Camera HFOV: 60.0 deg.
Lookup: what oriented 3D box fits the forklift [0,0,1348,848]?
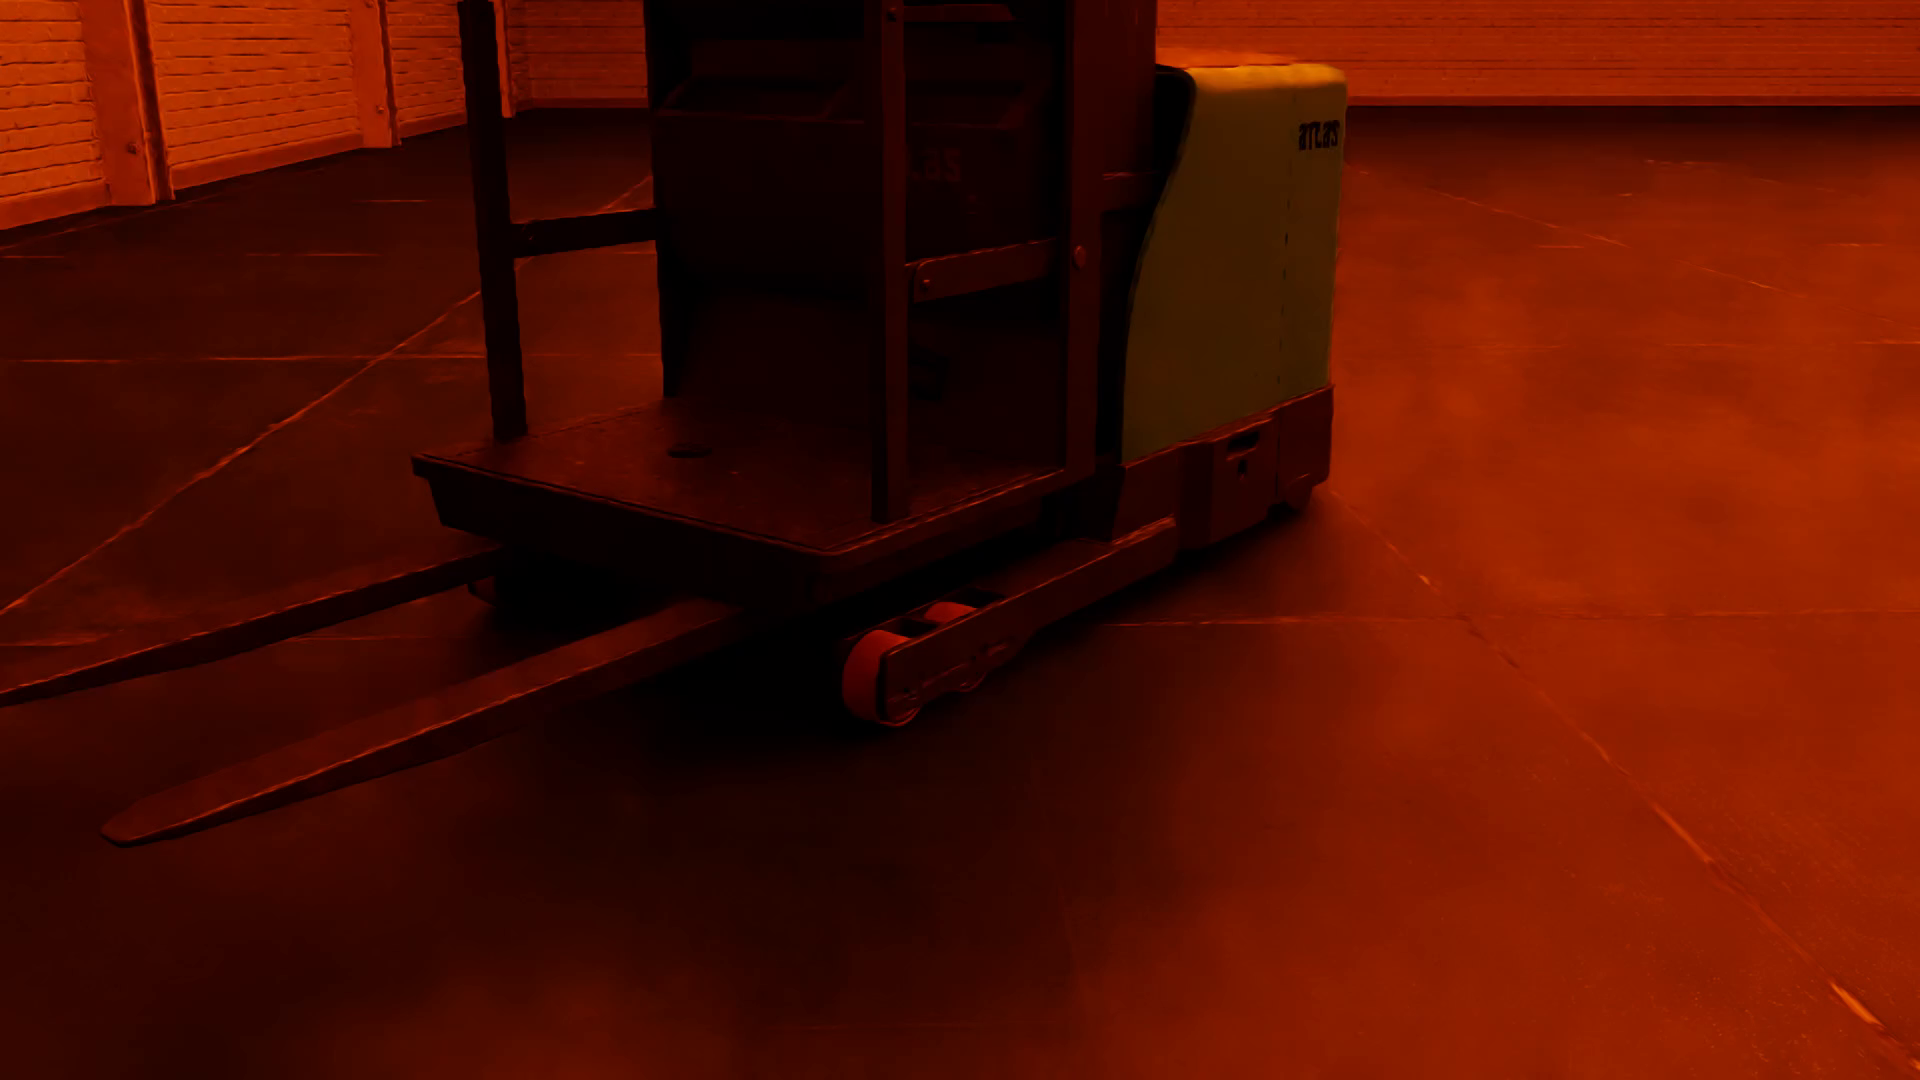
[{"bbox_3d":[-0.355,-1.240,2.961,1.130,2.935,3.031,12,21,35],"label":"forklift"}]
